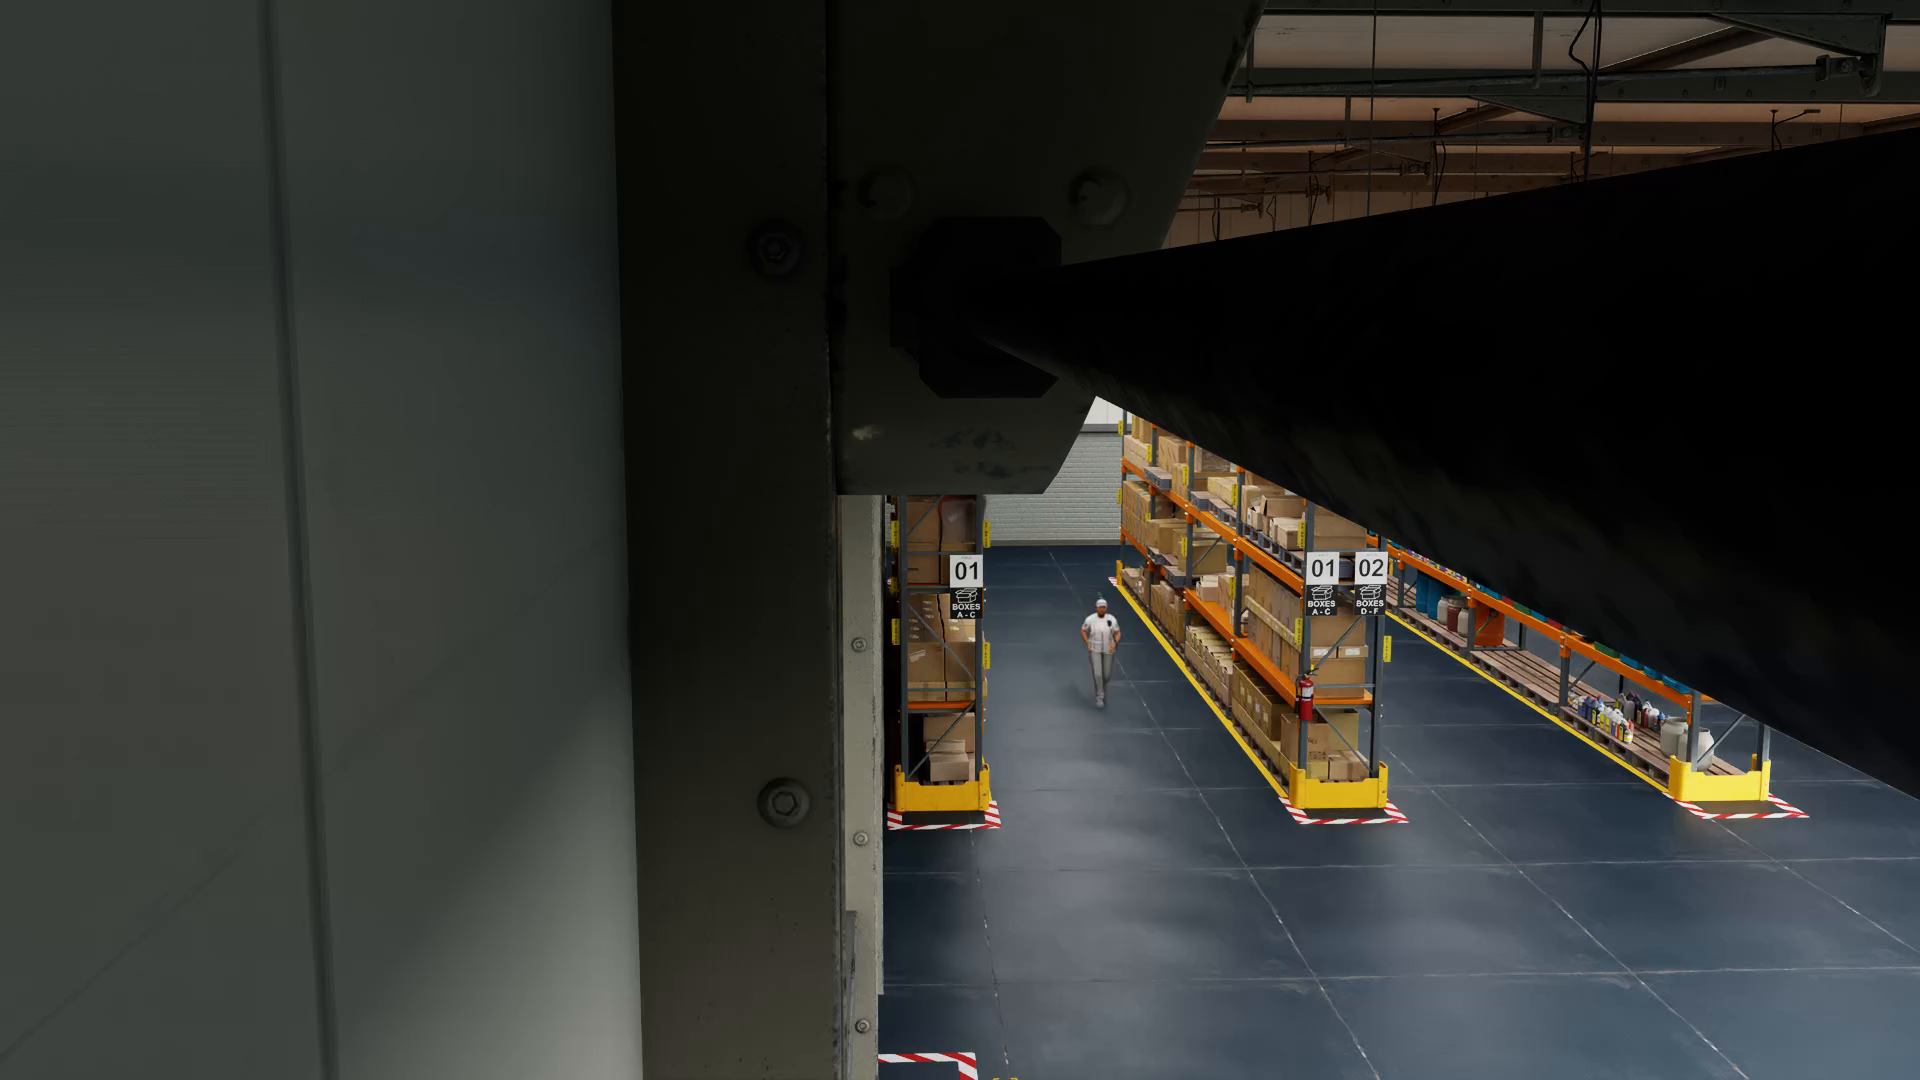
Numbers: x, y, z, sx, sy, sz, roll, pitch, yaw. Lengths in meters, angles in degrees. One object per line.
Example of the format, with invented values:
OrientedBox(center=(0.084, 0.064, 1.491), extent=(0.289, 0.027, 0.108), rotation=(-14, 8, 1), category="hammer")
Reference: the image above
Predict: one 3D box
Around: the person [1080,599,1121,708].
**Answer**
OrientedBox(center=(2.188, 1.729, 25.883), extent=(0.618, 1.638, 0.742), rotation=(0, 8, -3), category="person")
